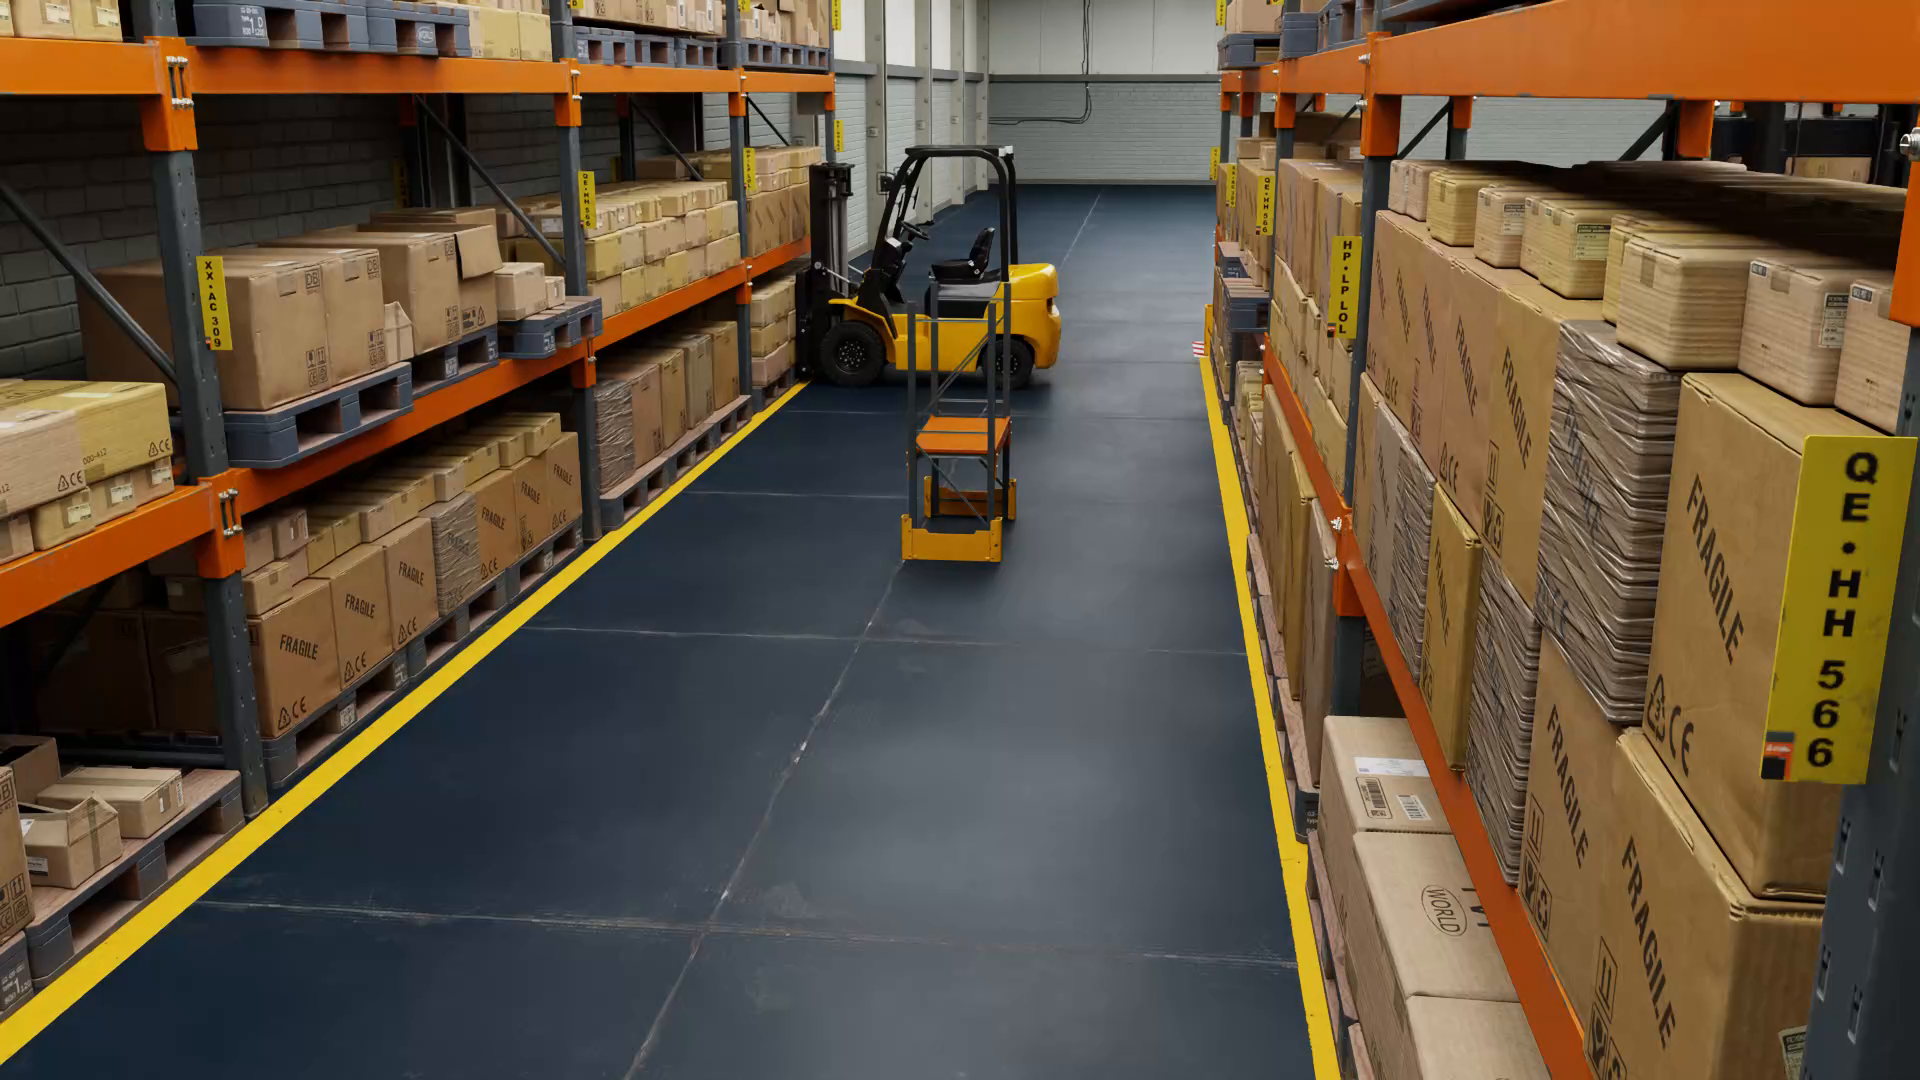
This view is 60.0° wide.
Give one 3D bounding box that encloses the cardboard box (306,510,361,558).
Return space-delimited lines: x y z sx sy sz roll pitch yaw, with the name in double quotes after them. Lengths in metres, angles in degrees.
-2.857 -0.030 7.268 0.380 0.149 0.250 1 15 5 "cardboard box"

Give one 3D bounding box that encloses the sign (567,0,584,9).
-2.161 -3.142 9.297 0.100 0.325 0.005 2 15 6 "sign"

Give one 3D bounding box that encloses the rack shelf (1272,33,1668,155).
2.007 -1.897 7.064 1.077 0.370 4.000 2 15 6 "rack shelf"

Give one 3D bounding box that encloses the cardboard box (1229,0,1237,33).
2.163 -3.660 11.686 0.500 0.250 0.500 1 15 6 "cardboard box"

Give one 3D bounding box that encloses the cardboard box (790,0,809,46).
-1.820 -4.898 15.595 0.700 0.500 0.500 2 15 7 "cardboard box"

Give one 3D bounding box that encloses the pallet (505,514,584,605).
-2.822 0.078 9.469 1.003 0.211 1.213 2 15 6 "pallet"

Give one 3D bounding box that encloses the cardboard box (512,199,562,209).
-2.791 -2.180 11.043 0.380 0.149 0.250 2 15 6 "cardboard box"

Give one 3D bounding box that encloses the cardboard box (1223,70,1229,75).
2.775 -4.640 16.311 0.380 0.149 0.250 2 15 6 "cardboard box"

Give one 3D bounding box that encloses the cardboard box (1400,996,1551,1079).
1.400 1.382 3.409 0.875 0.438 0.875 2 15 8 "cardboard box"

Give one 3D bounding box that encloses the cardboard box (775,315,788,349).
-1.833 -1.862 14.806 0.500 0.250 0.500 2 15 6 "cardboard box"

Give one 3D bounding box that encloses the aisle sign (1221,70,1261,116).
2.834 -4.670 16.707 0.394 0.787 0.004 2 15 6 "aisle sign"

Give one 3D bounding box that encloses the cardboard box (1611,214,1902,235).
1.291 -0.449 2.727 0.380 0.149 0.250 2 15 6 "cardboard box"

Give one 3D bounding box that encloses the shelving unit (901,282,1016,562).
0.009 -0.744 10.039 0.587 1.500 1.083 2 15 6 "shelving unit"

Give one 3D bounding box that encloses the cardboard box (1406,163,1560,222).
1.474 -0.981 4.693 0.380 0.149 0.250 2 15 7 "cardboard box"

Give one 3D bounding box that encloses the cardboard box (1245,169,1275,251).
2.111 -2.101 10.621 0.500 0.500 0.500 1 15 2 "cardboard box"

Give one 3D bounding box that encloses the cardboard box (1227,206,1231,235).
2.592 -2.936 14.510 0.500 0.500 0.500 2 15 8 "cardboard box"

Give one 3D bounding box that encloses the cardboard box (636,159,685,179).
-2.513 -3.095 13.856 0.380 0.149 0.250 2 15 6 "cardboard box"

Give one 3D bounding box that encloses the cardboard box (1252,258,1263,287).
1.978 -1.627 10.109 0.380 0.149 0.250 2 15 6 "cardboard box"

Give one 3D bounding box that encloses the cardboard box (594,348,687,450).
-2.474 -1.023 11.942 0.875 0.625 0.625 1 15 4 "cardboard box"

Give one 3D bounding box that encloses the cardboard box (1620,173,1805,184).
1.876 -0.837 4.161 0.380 0.149 0.250 2 15 6 "cardboard box"

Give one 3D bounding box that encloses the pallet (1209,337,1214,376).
3.000 -1.815 16.469 1.003 0.211 1.213 2 15 6 "pallet"

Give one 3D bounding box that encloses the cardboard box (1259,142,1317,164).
2.259 -2.664 11.459 0.380 0.149 0.250 3 15 9 "cardboard box"

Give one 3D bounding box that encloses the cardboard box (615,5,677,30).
-2.158 -3.581 11.399 0.380 0.149 0.250 2 15 6 "cardboard box"

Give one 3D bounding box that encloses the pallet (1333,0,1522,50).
1.835 -1.873 5.961 0.805 0.209 1.217 1 15 4 "pallet"

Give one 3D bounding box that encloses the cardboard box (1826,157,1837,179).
7.833 -3.204 13.907 0.875 0.550 0.550 2 15 6 "cardboard box"

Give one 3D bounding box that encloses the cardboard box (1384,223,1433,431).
1.423 -0.562 4.385 0.500 0.500 0.500 1 15 6 "cardboard box"

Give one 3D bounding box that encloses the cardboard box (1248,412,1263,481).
2.381 -0.587 10.817 0.950 0.372 0.625 1 15 5 "cardboard box"

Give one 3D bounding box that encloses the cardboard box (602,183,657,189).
-2.584 -2.706 12.990 0.380 0.149 0.250 1 15 4 "cardboard box"

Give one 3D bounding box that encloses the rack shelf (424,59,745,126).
-2.474 -3.080 11.437 1.077 0.370 4.000 2 15 6 "rack shelf"

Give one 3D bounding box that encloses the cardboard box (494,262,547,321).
-2.498 -1.308 8.734 0.500 0.250 0.500 1 15 4 "cardboard box"

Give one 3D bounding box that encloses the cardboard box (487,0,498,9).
-2.605 -2.795 8.531 0.380 0.149 0.250 2 15 8 "cardboard box"

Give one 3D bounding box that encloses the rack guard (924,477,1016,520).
0.065 -0.270 10.680 0.587 0.250 0.087 2 15 6 "rack guard"

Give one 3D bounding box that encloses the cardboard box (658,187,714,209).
-2.056 -2.563 12.459 0.380 0.149 0.250 1 15 5 "cardboard box"

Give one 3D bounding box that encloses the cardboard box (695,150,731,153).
-2.302 -3.626 15.820 0.380 0.149 0.250 1 15 5 "cardboard box"

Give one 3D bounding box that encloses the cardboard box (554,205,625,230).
-2.339 -2.033 10.498 0.380 0.149 0.250 2 15 8 "cardboard box"

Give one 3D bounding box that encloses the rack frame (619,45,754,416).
-2.249 -2.498 13.653 1.000 3.000 0.127 2 15 6 "rack frame"

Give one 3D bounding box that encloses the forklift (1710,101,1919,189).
4.958 -1.494 10.071 1.130 2.935 3.031 2 15 7 "forklift"

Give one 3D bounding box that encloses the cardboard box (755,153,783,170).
-1.841 -3.478 15.276 0.380 0.149 0.250 2 15 6 "cardboard box"

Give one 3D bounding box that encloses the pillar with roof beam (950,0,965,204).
4.214 -12.375 38.688 9.100 9.000 0.400 2 15 6 "pillar with roof beam"

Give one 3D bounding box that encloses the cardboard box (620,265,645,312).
-2.346 -1.626 10.717 0.500 0.250 0.500 1 15 5 "cardboard box"

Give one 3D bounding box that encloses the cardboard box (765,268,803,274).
-1.638 -2.501 16.213 0.500 0.250 0.500 2 15 7 "cardboard box"

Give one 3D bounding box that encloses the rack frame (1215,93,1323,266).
3.135 -3.390 16.953 1.000 3.000 0.127 2 15 6 "rack frame"

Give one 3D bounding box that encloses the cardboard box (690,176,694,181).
-2.474 -3.016 14.136 0.380 0.149 0.250 1 15 5 "cardboard box"

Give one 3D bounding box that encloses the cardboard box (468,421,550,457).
-2.504 -0.562 9.237 0.380 0.149 0.250 1 15 3 "cardboard box"

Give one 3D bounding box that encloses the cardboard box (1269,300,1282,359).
1.927 -1.123 8.857 0.500 0.250 0.500 1 15 5 "cardboard box"

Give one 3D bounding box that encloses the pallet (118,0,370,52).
-3.008 -1.947 6.231 1.213 0.211 1.003 2 15 6 "pallet"

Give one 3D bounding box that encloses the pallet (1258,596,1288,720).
1.928 0.549 7.729 1.003 0.211 1.213 2 15 6 "pallet"

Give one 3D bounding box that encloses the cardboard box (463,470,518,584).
-2.658 -0.075 8.678 0.500 0.500 0.500 2 15 9 "cardboard box"

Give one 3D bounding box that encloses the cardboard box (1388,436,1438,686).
1.344 0.047 4.050 0.500 0.500 0.500 2 15 7 "cardboard box"

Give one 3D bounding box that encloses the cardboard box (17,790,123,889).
-2.963 0.940 5.373 0.396 0.266 0.258 2 15 8 "cardboard box"

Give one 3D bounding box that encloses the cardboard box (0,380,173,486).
-2.967 -0.355 5.446 0.500 0.250 0.500 2 15 8 "cardboard box"

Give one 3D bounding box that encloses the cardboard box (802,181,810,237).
-1.717 -3.181 15.988 0.500 0.500 0.500 1 15 5 "cardboard box"

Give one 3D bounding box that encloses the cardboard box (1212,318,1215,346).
2.769 -2.064 16.513 0.500 0.250 0.500 2 15 6 "cardboard box"

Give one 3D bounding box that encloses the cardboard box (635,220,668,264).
-2.273 -2.002 11.150 0.500 0.250 0.500 1 15 5 "cardboard box"

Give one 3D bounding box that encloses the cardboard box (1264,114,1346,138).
3.080 -3.534 14.808 0.700 0.500 0.500 2 15 6 "cardboard box"

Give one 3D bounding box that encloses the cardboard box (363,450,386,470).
-3.178 -0.372 8.532 0.380 0.149 0.250 1 15 5 "cardboard box"

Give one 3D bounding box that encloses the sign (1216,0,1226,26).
2.596 -5.276 16.506 0.100 0.325 0.005 2 15 6 "sign"
